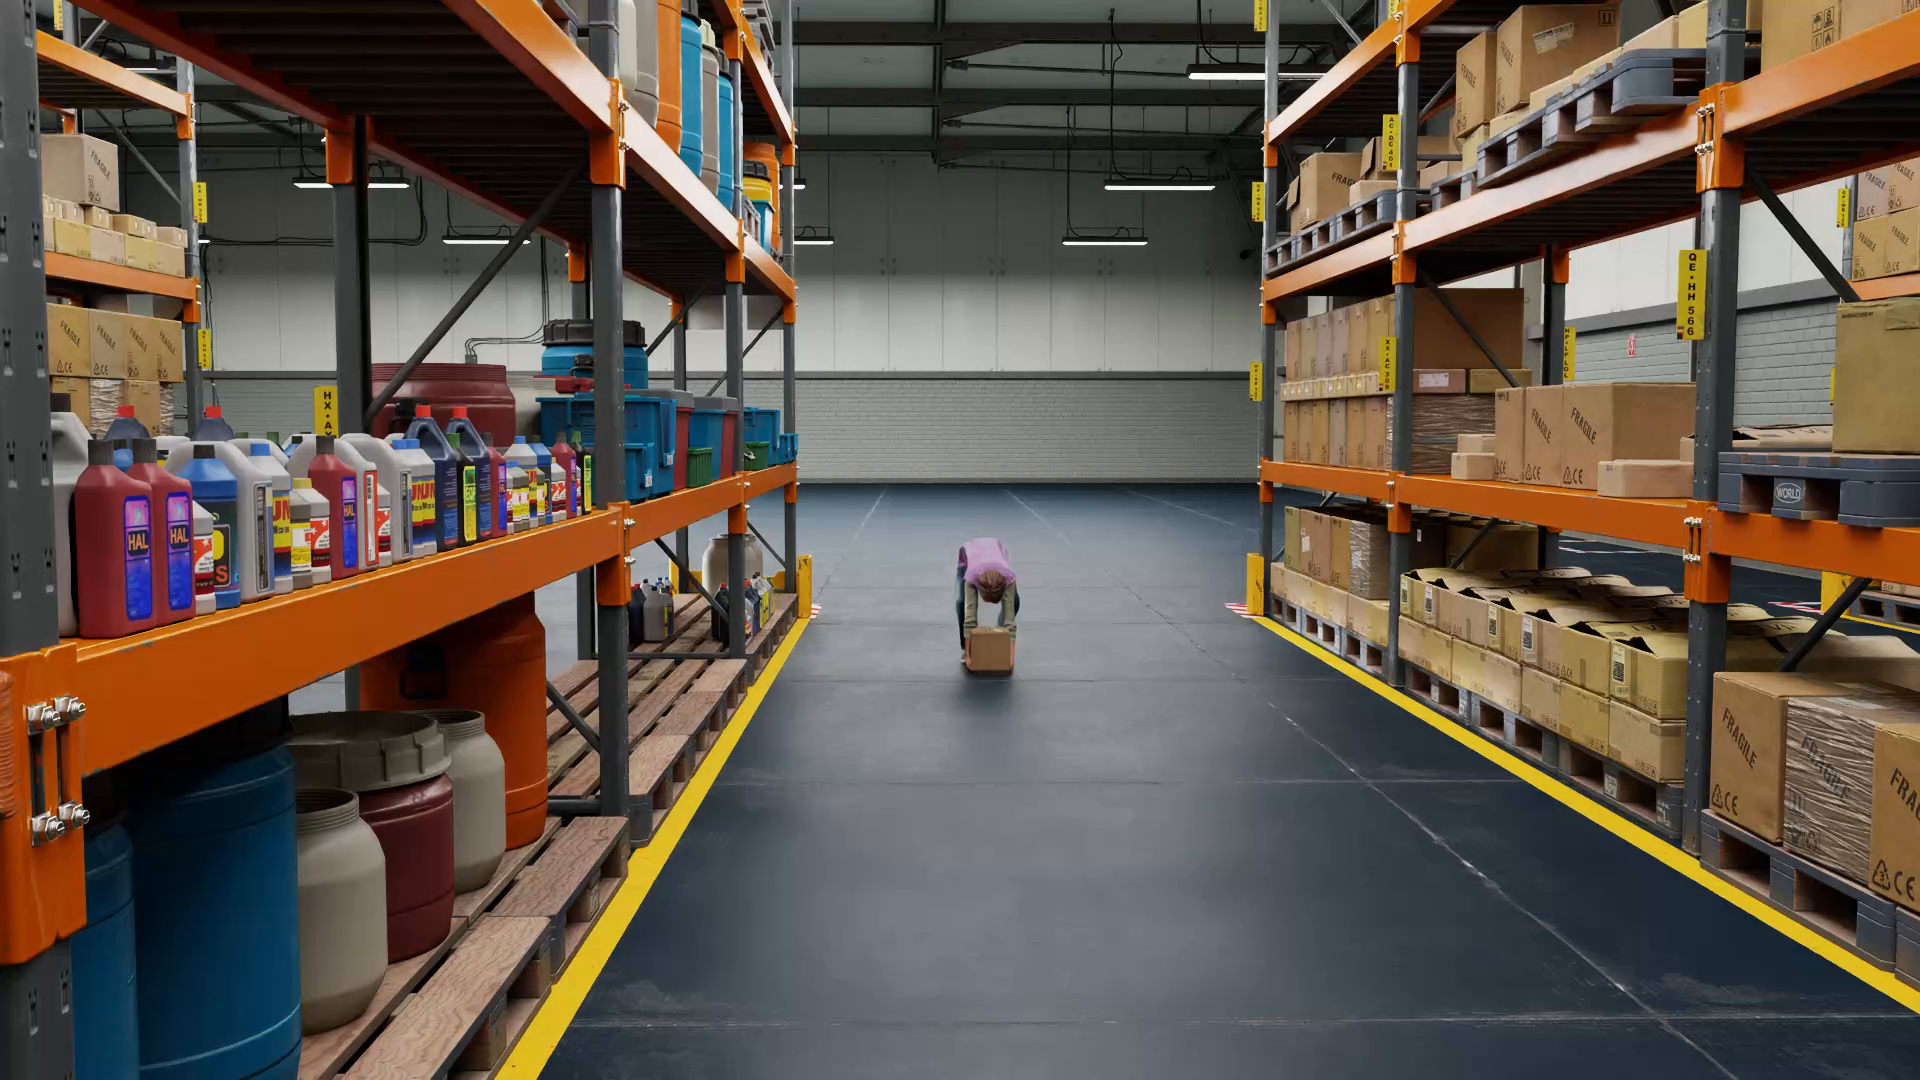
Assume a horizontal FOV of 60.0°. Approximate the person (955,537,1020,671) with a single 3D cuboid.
[{"bbox_3d":[0.172,0.421,11.093,0.403,0.844,0.854,0,4,-4],"label":"person"}]
